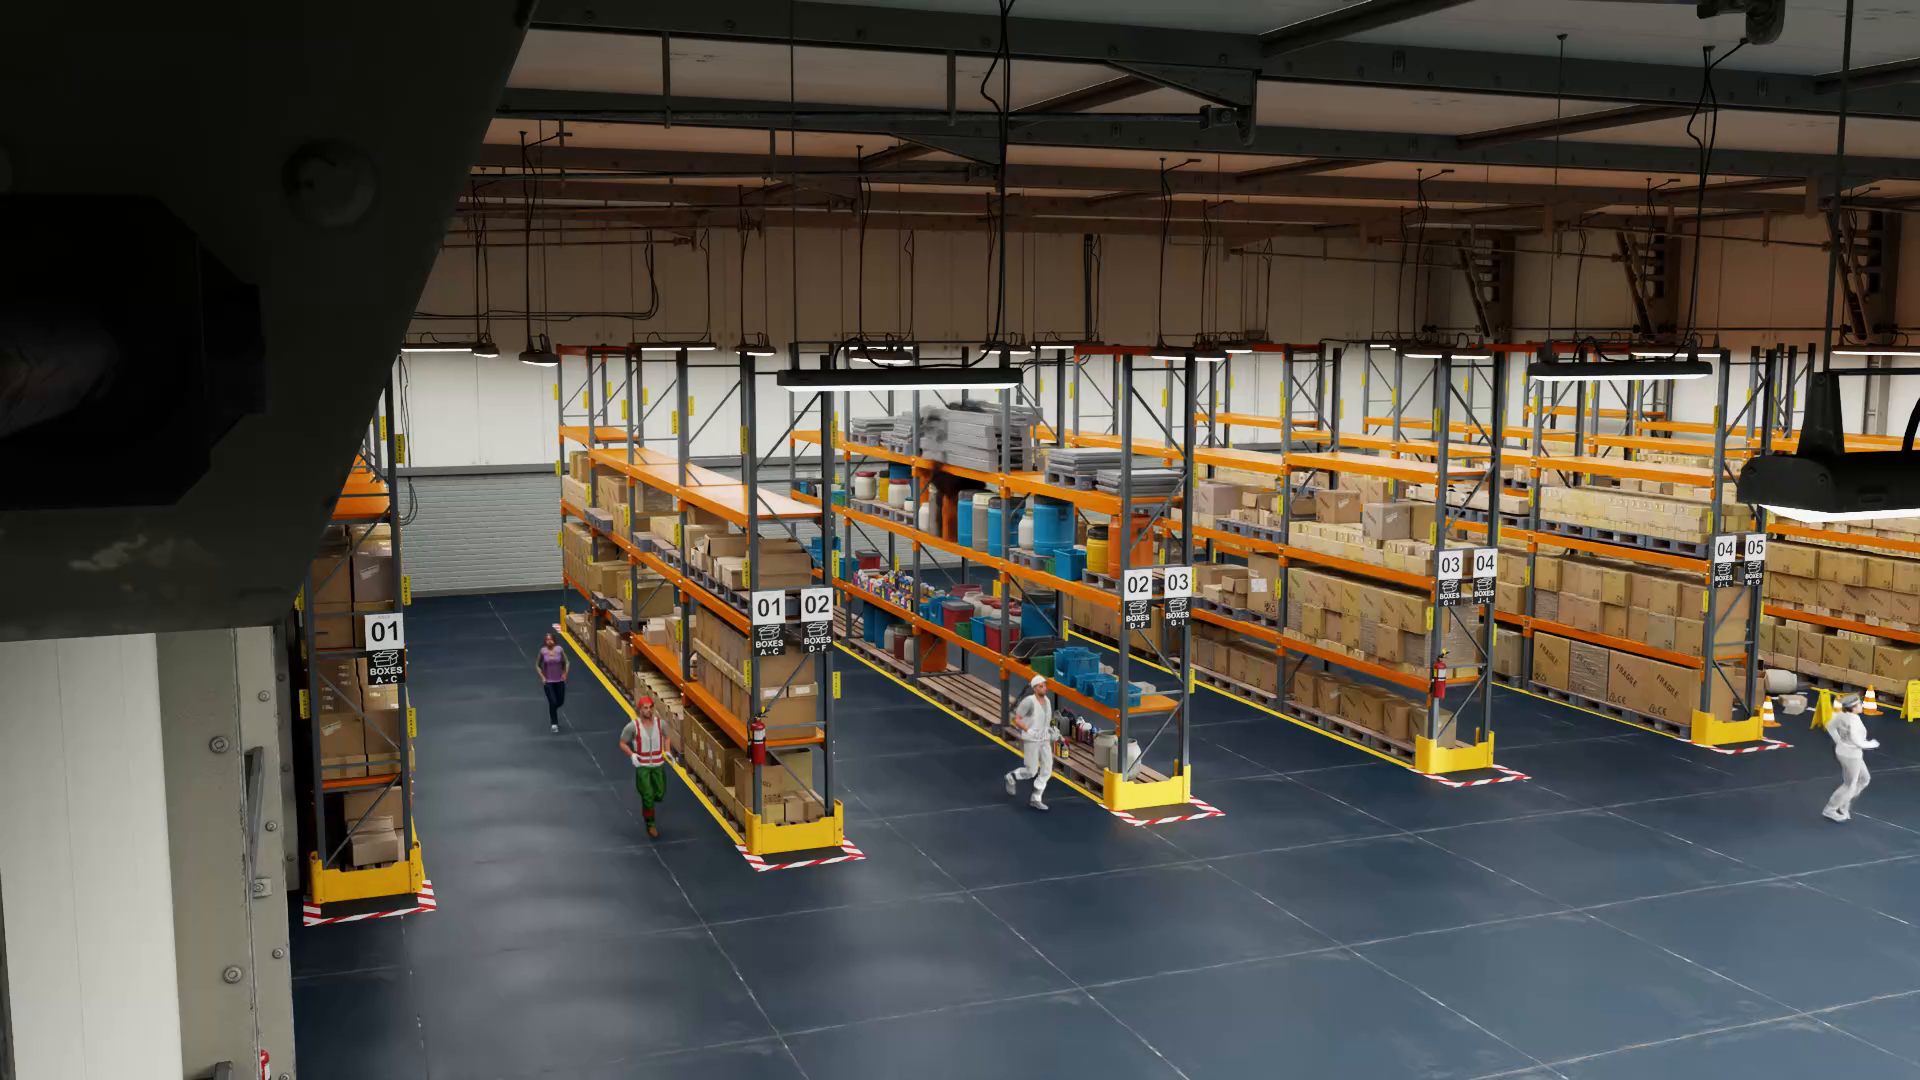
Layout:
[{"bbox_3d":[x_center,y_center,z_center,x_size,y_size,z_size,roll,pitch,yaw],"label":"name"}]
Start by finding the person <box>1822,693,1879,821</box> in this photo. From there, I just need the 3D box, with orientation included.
[{"bbox_3d":[11.442,2.786,21.350,0.597,1.684,0.676,2,7,13],"label":"person"}]

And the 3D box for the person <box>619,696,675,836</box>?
[{"bbox_3d":[-3.954,2.821,20.957,0.656,1.745,0.615,-4,8,-26],"label":"person"}]

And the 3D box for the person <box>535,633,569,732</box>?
[{"bbox_3d":[-6.447,2.233,26.317,0.537,1.568,0.506,-2,8,-19],"label":"person"}]

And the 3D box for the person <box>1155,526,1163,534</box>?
[{"bbox_3d":[4.845,0.337,41.023,0.532,1.671,0.769,-7,10,-43],"label":"person"}]

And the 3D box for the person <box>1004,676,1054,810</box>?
[{"bbox_3d":[0.982,2.665,22.164,0.676,1.755,0.736,-6,10,-41],"label":"person"}]
